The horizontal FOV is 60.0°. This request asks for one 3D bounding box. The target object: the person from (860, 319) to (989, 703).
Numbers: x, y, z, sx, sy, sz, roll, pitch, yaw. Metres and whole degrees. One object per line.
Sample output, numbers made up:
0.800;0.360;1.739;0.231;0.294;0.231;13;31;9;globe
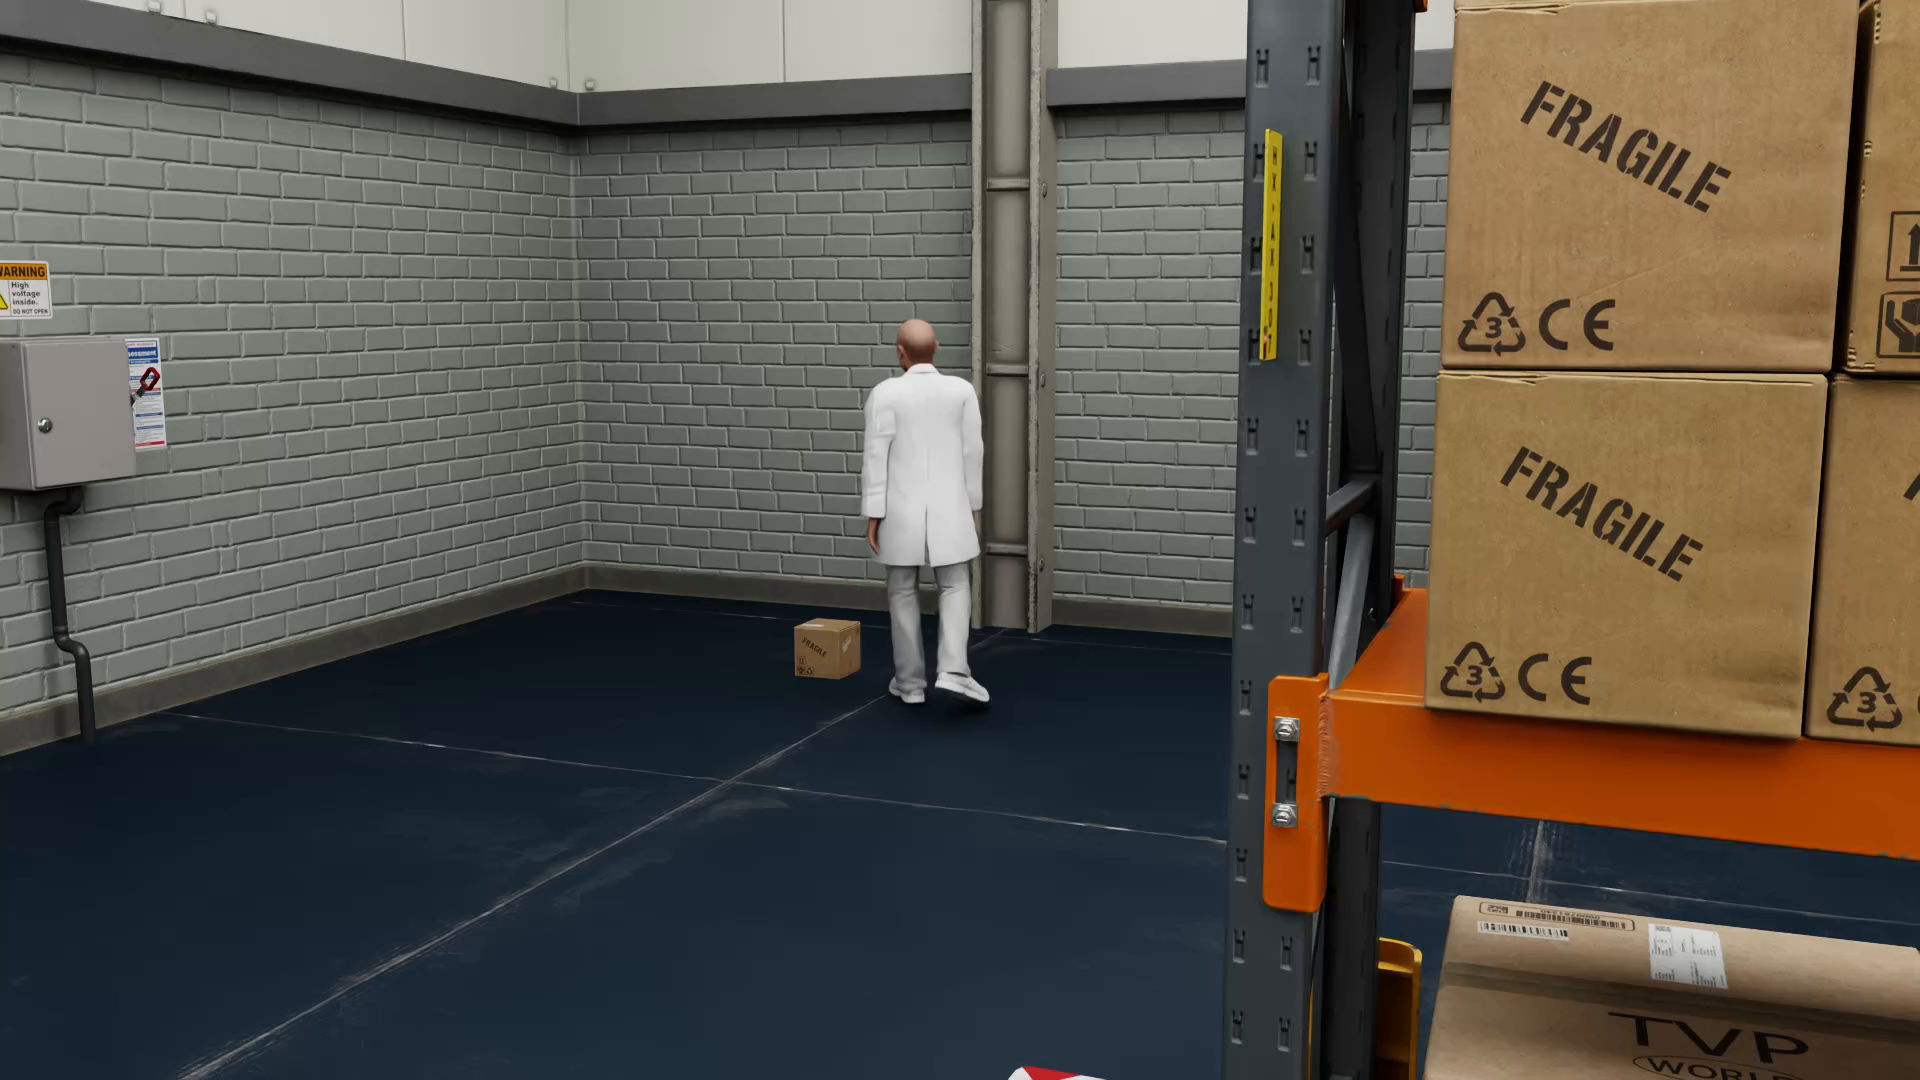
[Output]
-0.169;-0.117;7.629;0.586;1.780;0.665;-2;9;-10;person
